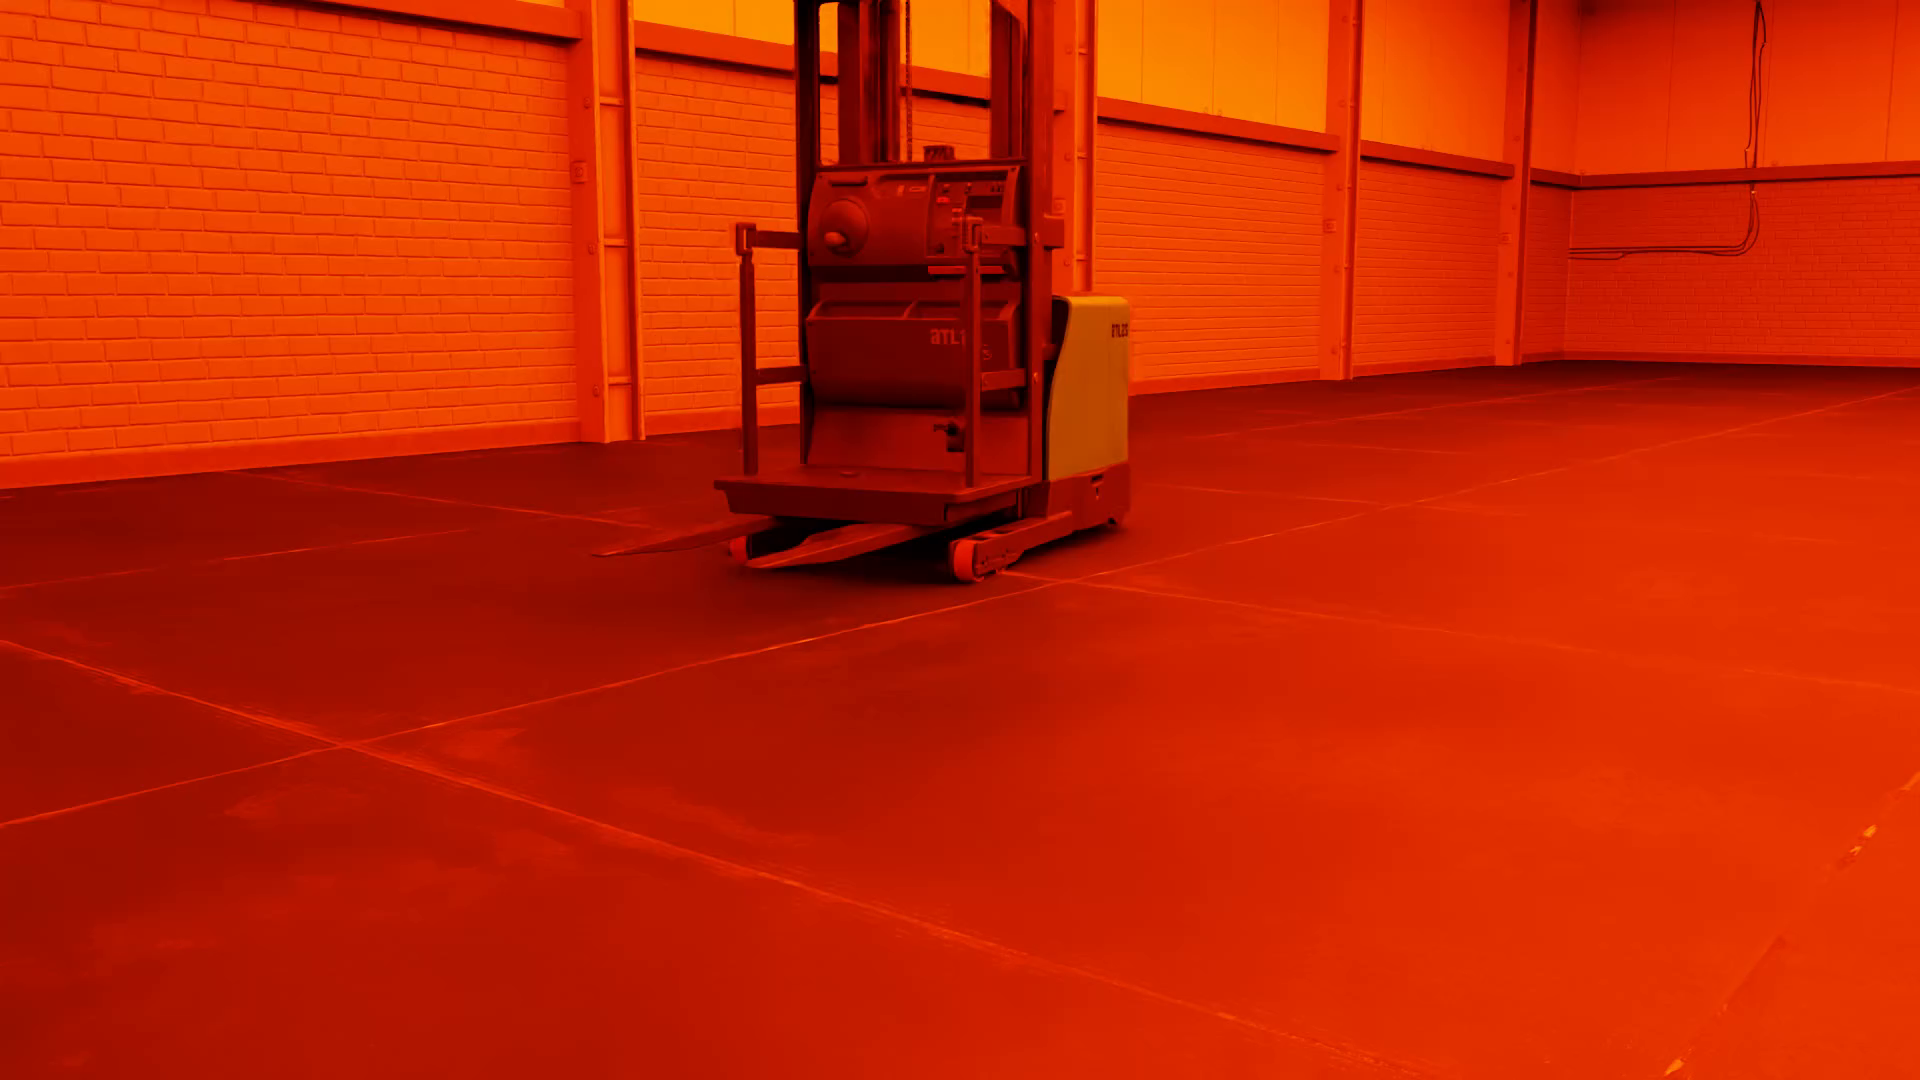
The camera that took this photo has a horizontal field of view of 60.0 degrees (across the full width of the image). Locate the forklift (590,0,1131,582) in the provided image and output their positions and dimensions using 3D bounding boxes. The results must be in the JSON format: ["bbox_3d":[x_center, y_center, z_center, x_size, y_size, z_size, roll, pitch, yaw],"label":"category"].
[{"bbox_3d":[-0.286,-1.360,6.579,1.130,2.935,3.031,4,9,25],"label":"forklift"}]
